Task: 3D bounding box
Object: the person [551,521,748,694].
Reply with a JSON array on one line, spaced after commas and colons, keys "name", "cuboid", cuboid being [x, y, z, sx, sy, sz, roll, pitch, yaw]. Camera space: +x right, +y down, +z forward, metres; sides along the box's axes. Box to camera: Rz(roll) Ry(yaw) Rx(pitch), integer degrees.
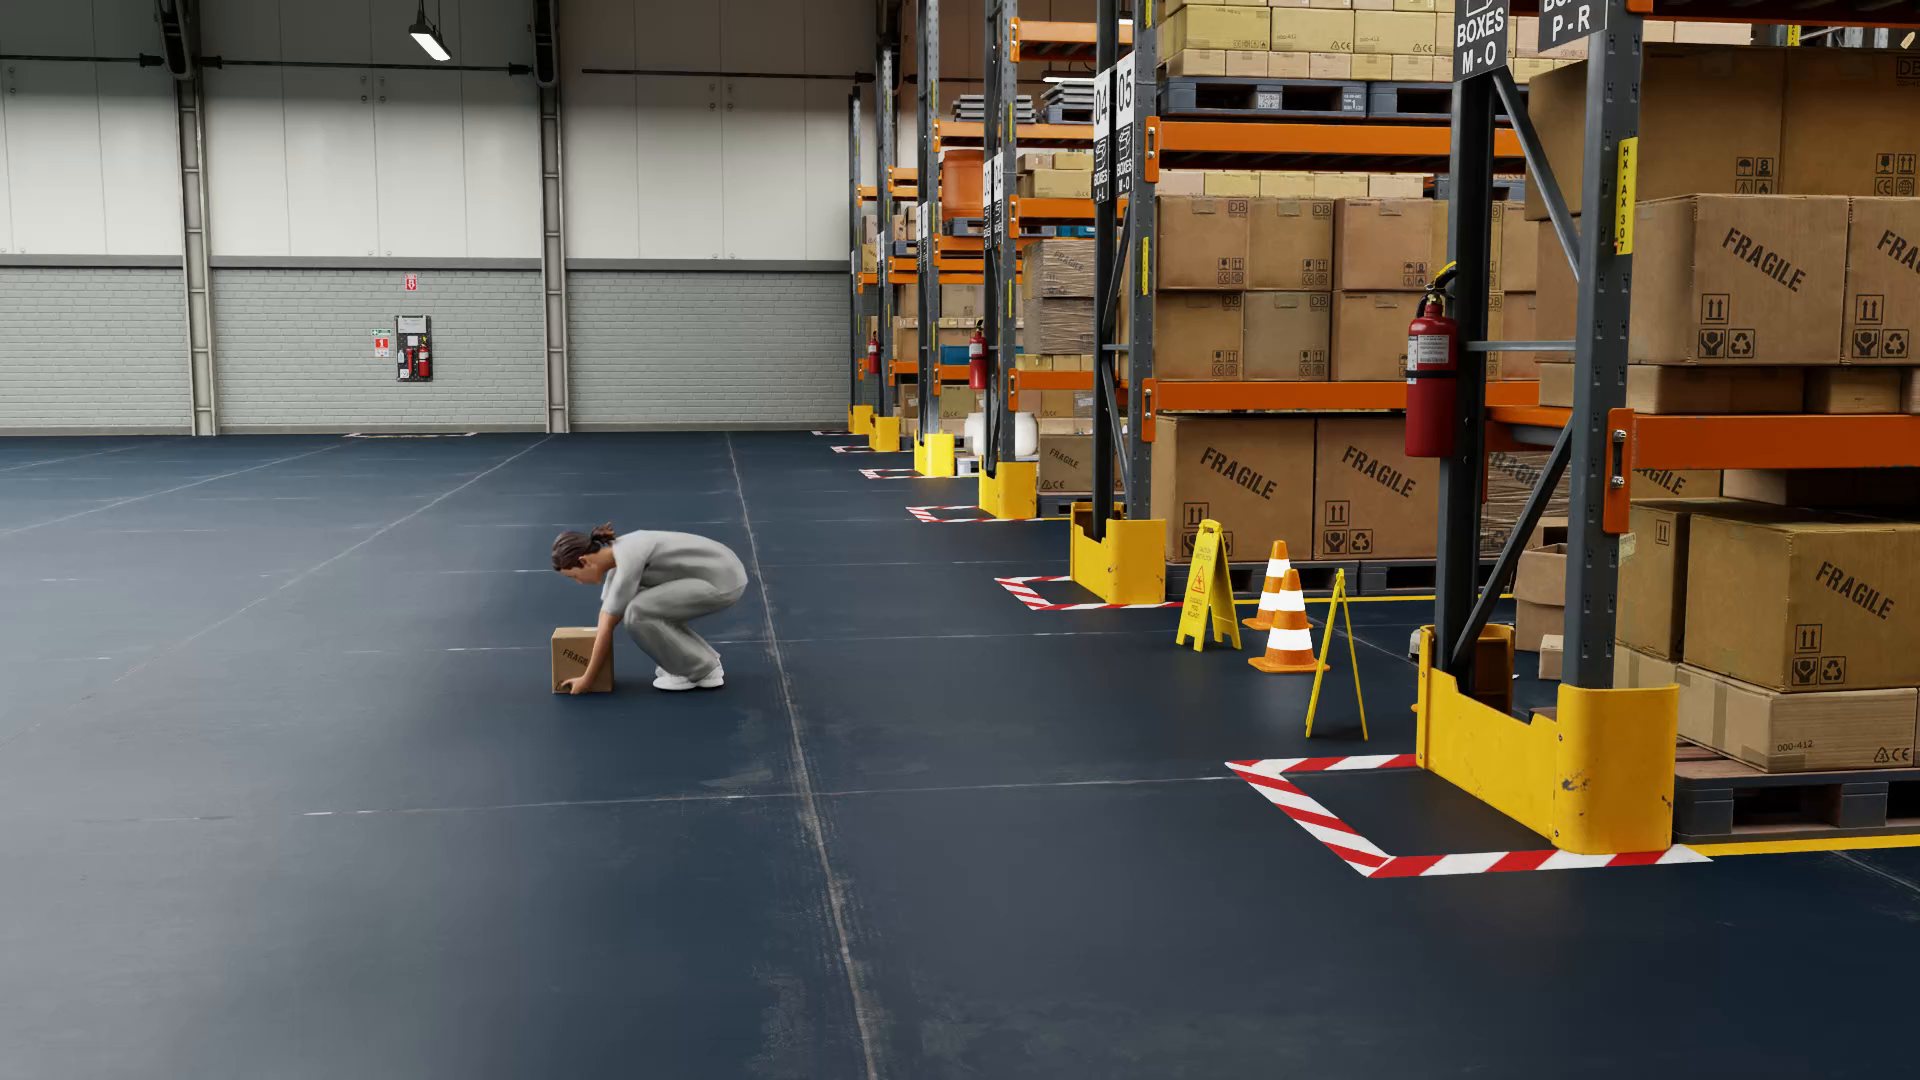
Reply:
[{"name": "person", "cuboid": [-1.375, 0.301, 7.415, 0.858, 0.747, 0.458, -1, 7, -10]}]
